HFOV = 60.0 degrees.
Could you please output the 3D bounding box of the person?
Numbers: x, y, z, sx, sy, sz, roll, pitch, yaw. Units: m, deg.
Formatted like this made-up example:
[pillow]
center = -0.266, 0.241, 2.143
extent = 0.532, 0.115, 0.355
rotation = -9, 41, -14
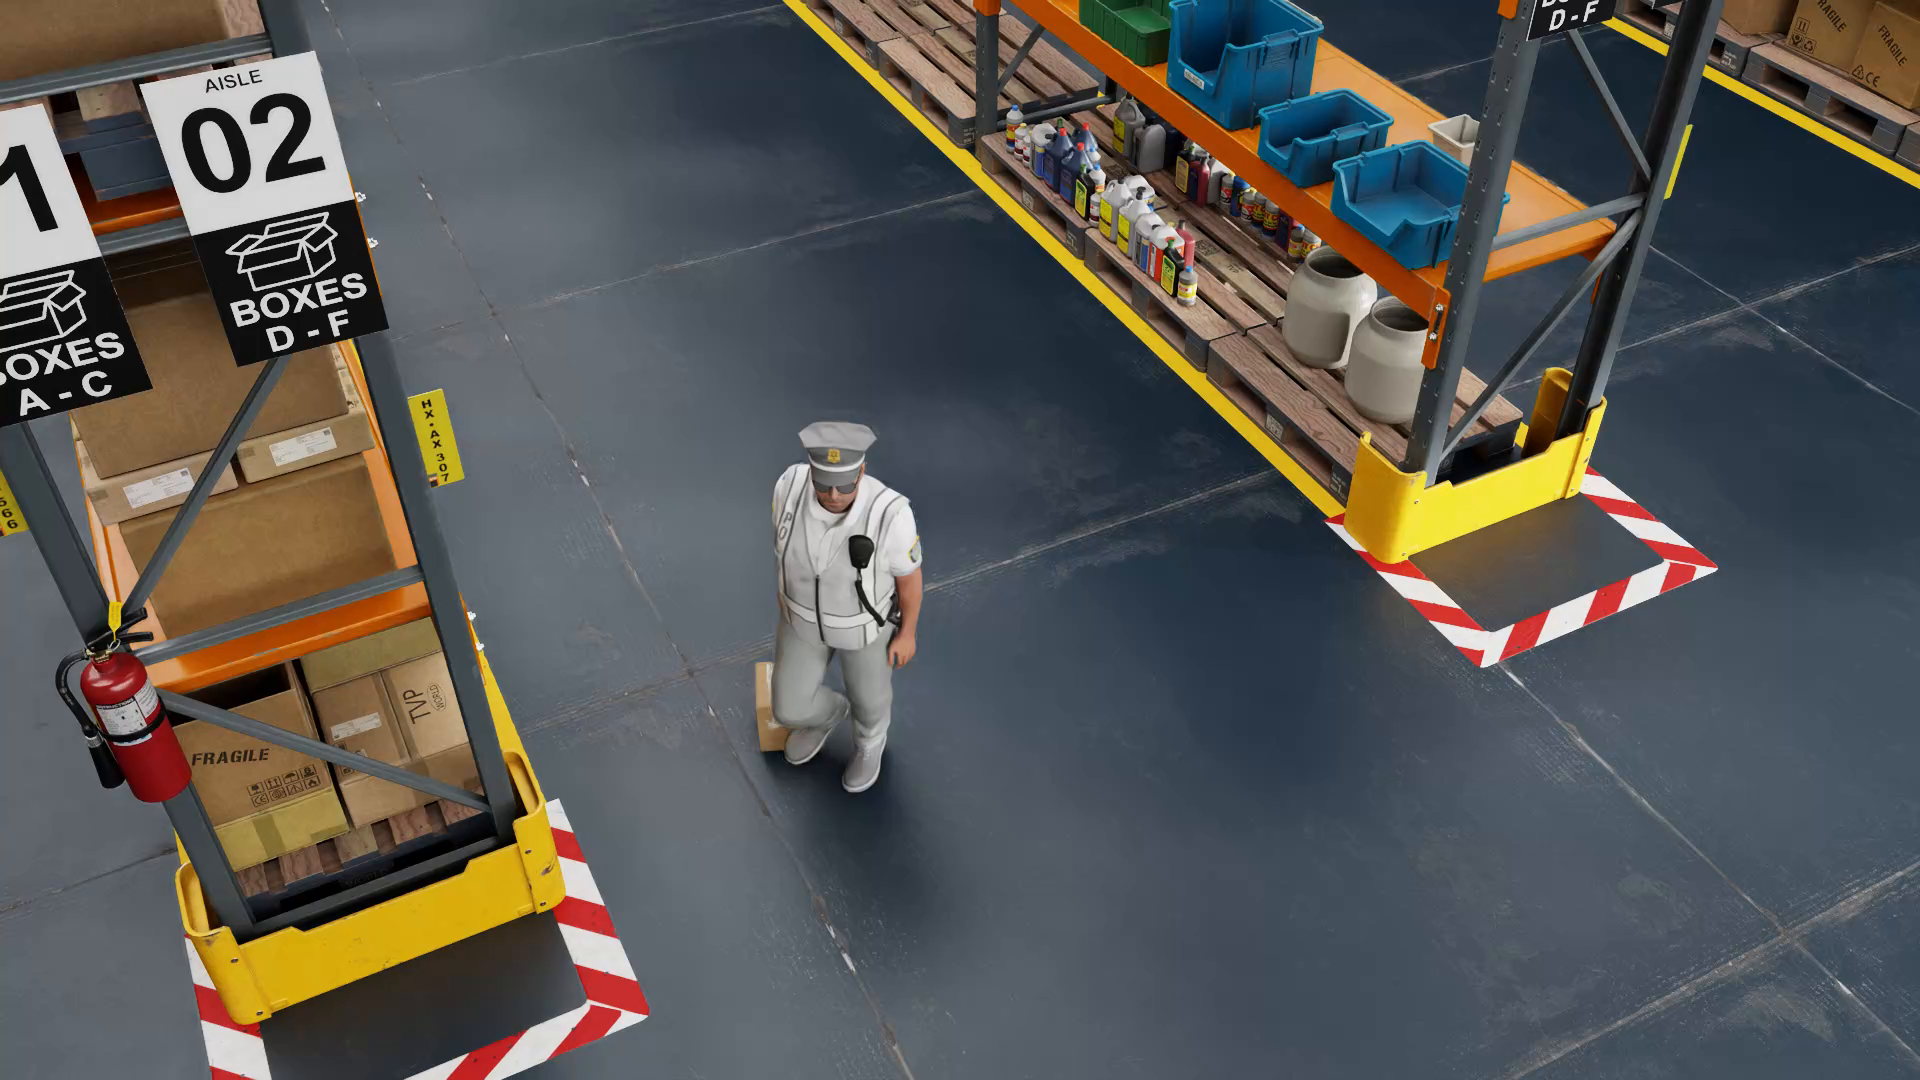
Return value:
[person]
center = -0.406, 0.252, 5.832
extent = 0.577, 1.747, 0.474
rotation = 10, 42, 11
